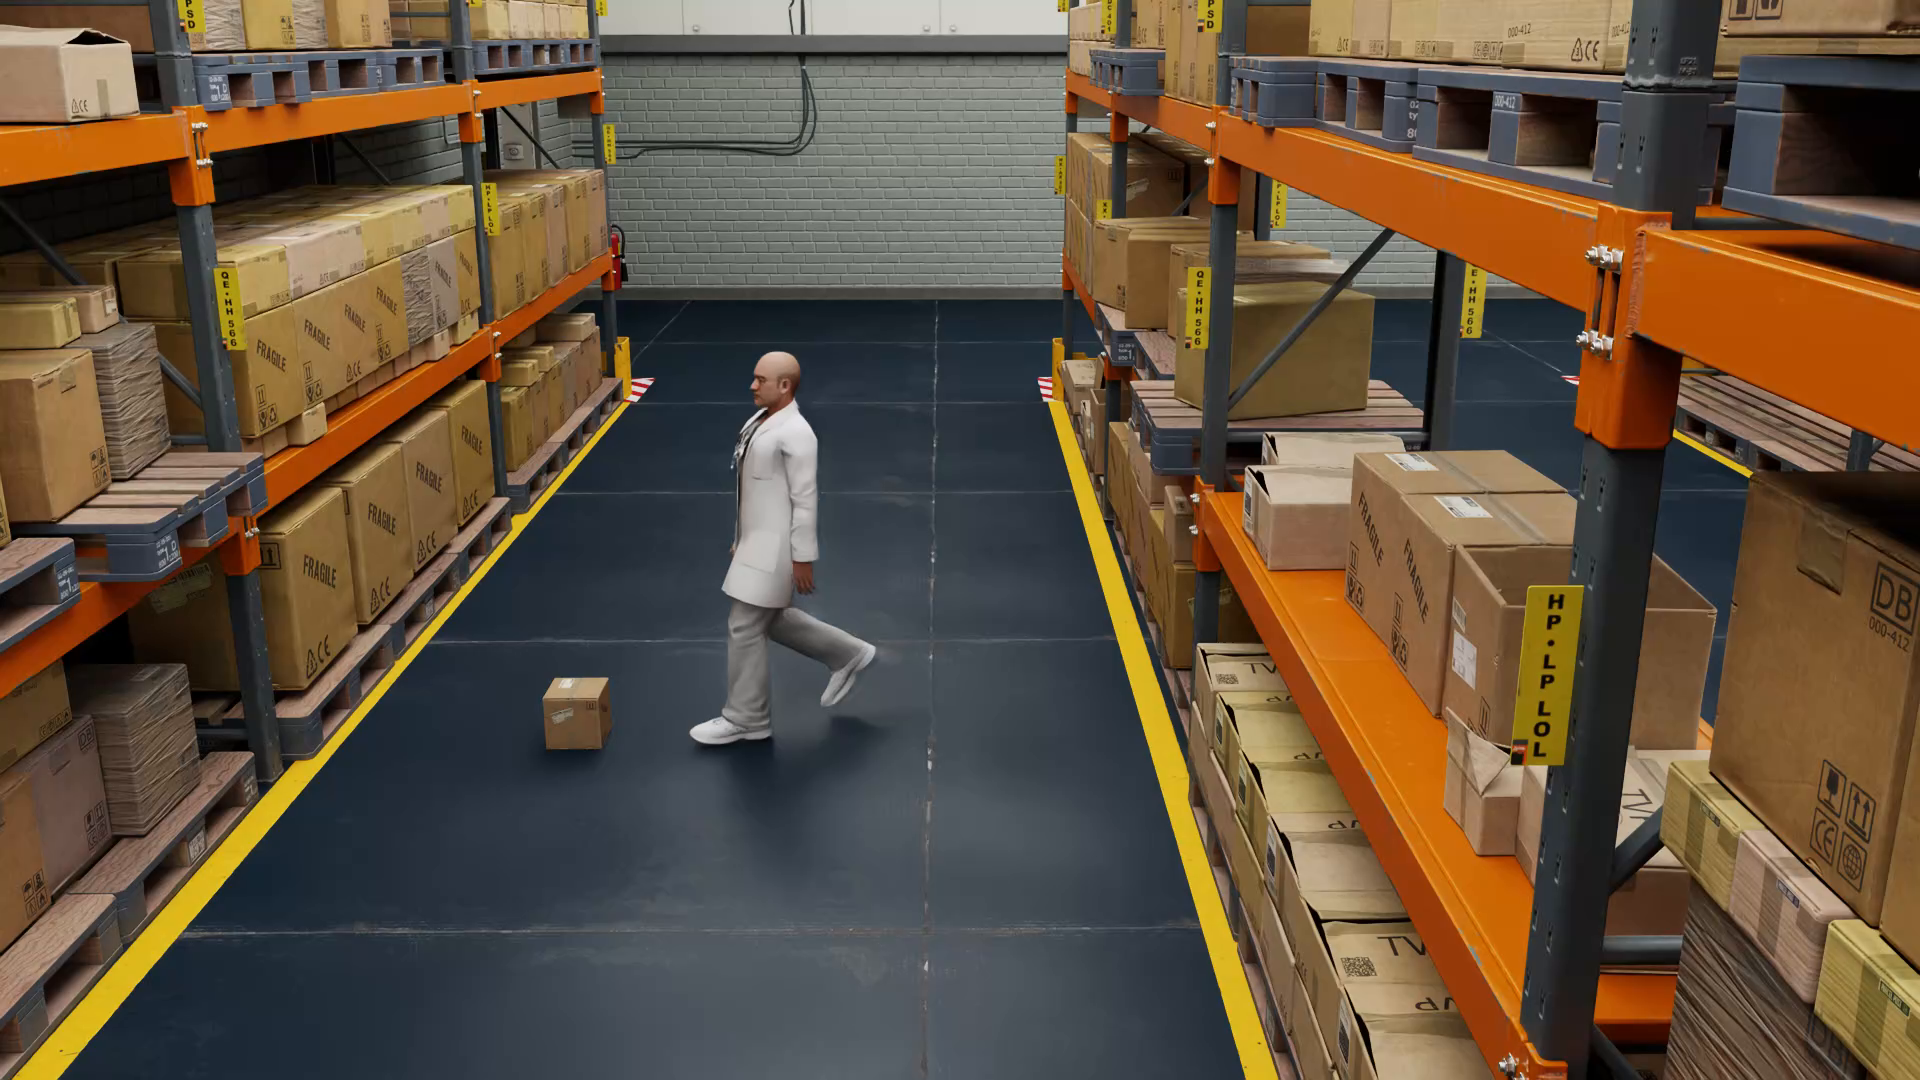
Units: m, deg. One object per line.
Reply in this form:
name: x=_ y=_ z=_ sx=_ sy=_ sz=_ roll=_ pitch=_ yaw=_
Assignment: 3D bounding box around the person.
person: x=-0.816 y=0.015 z=7.504 sx=0.915 sy=1.752 sz=0.589 roll=-5 pitch=18 yaw=-16
